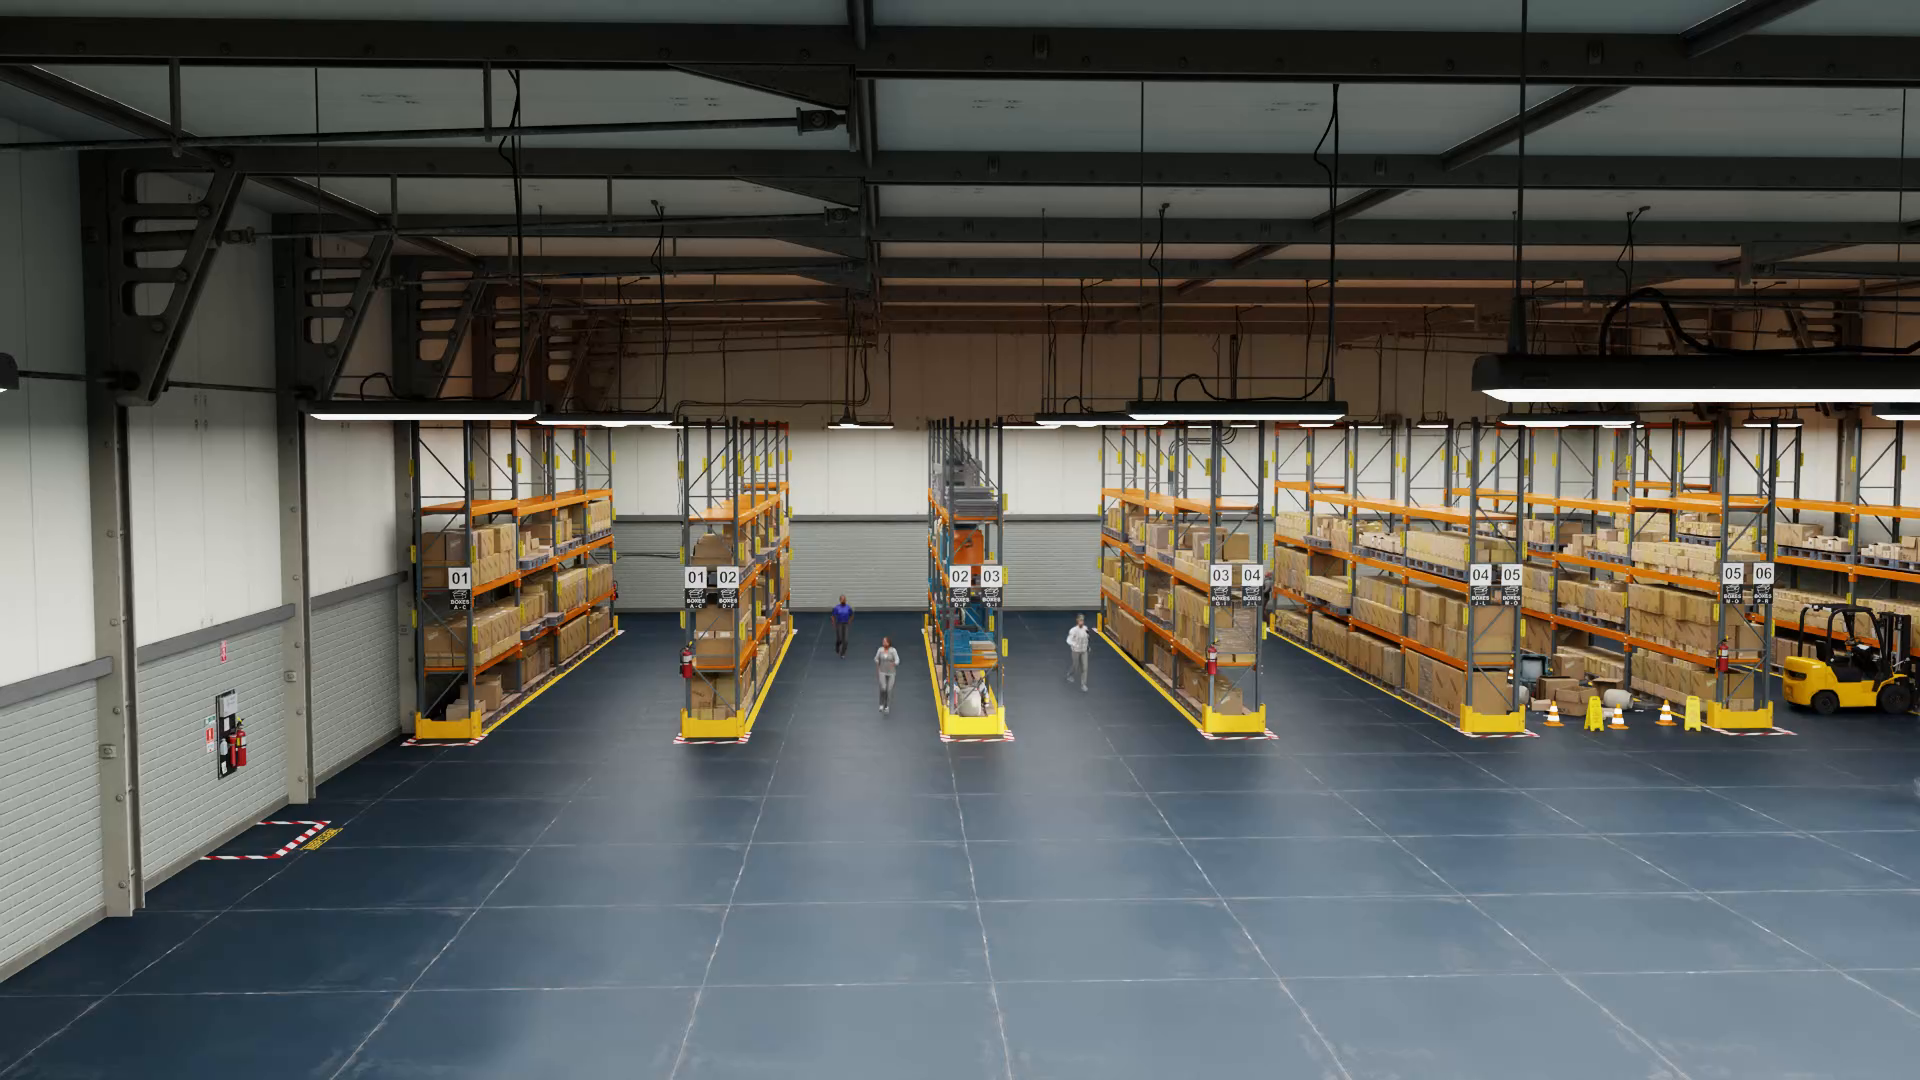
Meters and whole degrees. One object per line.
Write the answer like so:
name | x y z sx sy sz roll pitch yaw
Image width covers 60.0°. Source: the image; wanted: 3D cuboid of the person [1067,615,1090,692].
person | 2.639 2.474 36.933 0.600 1.681 0.892 -1 4 -17

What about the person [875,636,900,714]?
person | -1.475 2.735 33.638 0.512 1.578 0.631 0 4 0

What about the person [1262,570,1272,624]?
person | 8.941 1.699 49.122 0.571 1.688 0.786 1 4 9

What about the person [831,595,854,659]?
person | -2.960 2.238 41.902 0.557 1.505 0.561 -1 4 -15
